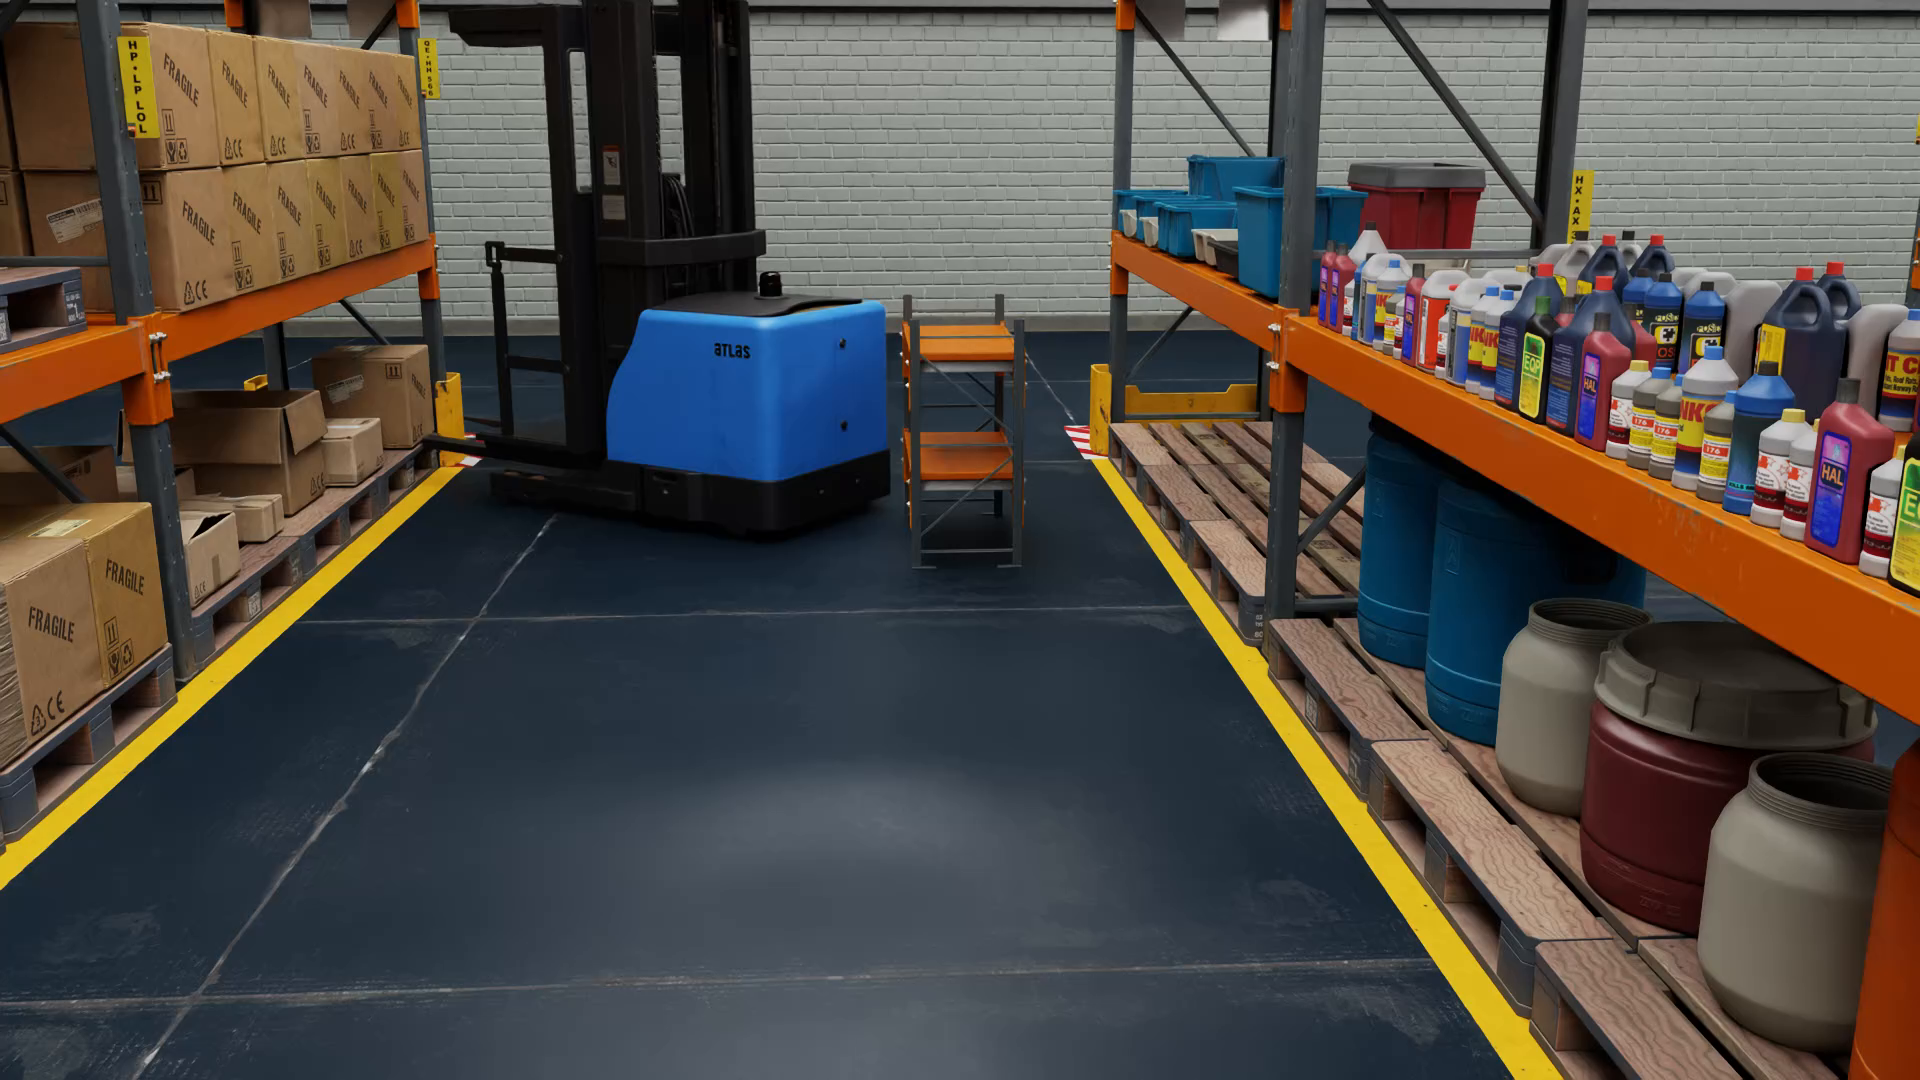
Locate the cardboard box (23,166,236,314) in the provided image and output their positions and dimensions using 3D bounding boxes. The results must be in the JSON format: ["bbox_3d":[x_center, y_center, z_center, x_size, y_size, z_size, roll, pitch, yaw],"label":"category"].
[{"bbox_3d":[-3.051,-1.117,6.145,0.500,0.500,0.500,-1,14,-2],"label":"cardboard box"}]

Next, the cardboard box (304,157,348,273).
[{"bbox_3d":[-3.148,-1.495,7.615,0.500,0.500,0.500,-1,14,-4],"label":"cardboard box"}]

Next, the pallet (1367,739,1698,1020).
[{"bbox_3d":[1.738,0.834,4.360,1.003,0.211,1.213,-1,14,-3],"label":"pallet"}]

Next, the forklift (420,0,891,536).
[{"bbox_3d":[-1.884,-1.692,8.720,3.031,2.935,1.130,9,17,31],"label":"forklift"}]

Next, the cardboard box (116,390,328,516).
[{"bbox_3d":[-3.413,-0.408,7.721,0.797,0.503,0.637,-1,14,-3],"label":"cardboard box"}]

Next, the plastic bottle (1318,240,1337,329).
[{"bbox_3d":[1.250,-0.858,5.577,0.061,0.283,0.133,-1,14,-3],"label":"plastic bottle"}]

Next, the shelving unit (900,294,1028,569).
[{"bbox_3d":[0.000,-0.546,7.893,0.538,1.125,1.048,-1,14,-3],"label":"shelving unit"}]

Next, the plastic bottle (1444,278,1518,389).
[{"bbox_3d":[1.373,-0.544,4.369,0.152,0.276,0.135,-1,14,-3],"label":"plastic bottle"}]

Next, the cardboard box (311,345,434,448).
[{"bbox_3d":[-3.260,-0.803,9.261,0.500,0.500,0.500,-1,14,-3],"label":"cardboard box"}]

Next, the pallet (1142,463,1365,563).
[{"bbox_3d":[1.490,-0.149,8.180,1.003,0.211,1.213,-1,14,-3],"label":"pallet"}]

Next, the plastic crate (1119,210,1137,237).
[{"bbox_3d":[1.029,-1.761,9.261,0.250,0.136,0.298,-1,14,-3],"label":"plastic crate"}]

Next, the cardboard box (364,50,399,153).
[{"bbox_3d":[-3.205,-2.233,8.476,0.500,0.500,0.500,0,14,-2],"label":"cardboard box"}]

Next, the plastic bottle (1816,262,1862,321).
[{"bbox_3d":[2.105,-0.491,4.015,0.144,0.351,0.185,-1,14,-3],"label":"plastic bottle"}]

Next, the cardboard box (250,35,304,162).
[{"bbox_3d":[-3.103,-1.847,6.980,0.500,0.500,0.500,-1,14,-5],"label":"cardboard box"}]

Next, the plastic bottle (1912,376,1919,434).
[{"bbox_3d":[2.170,-0.362,3.648,0.061,0.283,0.133,-1,14,-3],"label":"plastic bottle"}]

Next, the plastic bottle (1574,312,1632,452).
[{"bbox_3d":[1.379,-0.340,3.561,0.061,0.283,0.133,-1,14,-3],"label":"plastic bottle"}]

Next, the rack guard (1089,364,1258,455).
[{"bbox_3d":[1.391,-0.803,10.143,1.175,0.500,0.348,-1,14,-3],"label":"rack guard"}]

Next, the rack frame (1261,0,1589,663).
[{"bbox_3d":[1.653,-1.013,5.943,1.000,3.000,0.127,-1,14,-3],"label":"rack frame"}]

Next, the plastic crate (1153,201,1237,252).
[{"bbox_3d":[1.173,-1.562,8.291,0.416,0.233,0.300,-1,14,-3],"label":"plastic crate"}]

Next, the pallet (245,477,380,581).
[{"bbox_3d":[-3.411,-0.062,7.842,1.003,0.211,1.213,-1,14,-3],"label":"pallet"}]

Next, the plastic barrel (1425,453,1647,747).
[{"bbox_3d":[1.713,0.112,4.940,0.600,0.901,0.708,-1,14,-3],"label":"plastic barrel"}]

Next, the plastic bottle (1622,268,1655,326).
[{"bbox_3d":[1.930,-0.635,4.731,0.097,0.271,0.097,0,14,0],"label":"plastic bottle"}]

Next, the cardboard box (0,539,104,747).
[{"bbox_3d":[-2.952,0.302,4.967,0.500,0.500,0.500,-1,14,-3],"label":"cardboard box"}]

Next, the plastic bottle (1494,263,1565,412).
[{"bbox_3d":[1.391,-0.492,4.016,0.144,0.351,0.185,-1,14,-3],"label":"plastic bottle"}]

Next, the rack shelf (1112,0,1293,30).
[{"bbox_3d":[1.529,-2.614,7.592,1.077,0.370,4.000,-1,14,-3],"label":"rack shelf"}]

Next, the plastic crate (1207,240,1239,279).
[{"bbox_3d":[1.315,-1.183,7.035,0.437,0.125,0.590,-1,14,-3],"label":"plastic crate"}]

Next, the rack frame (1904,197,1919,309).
[{"bbox_3d":[6.348,-2.084,10.106,1.000,3.000,0.127,-1,14,-3],"label":"rack frame"}]

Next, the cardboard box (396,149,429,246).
[{"bbox_3d":[-3.240,-1.873,9.086,0.500,0.500,0.500,0,14,-2],"label":"cardboard box"}]

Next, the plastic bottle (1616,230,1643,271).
[{"bbox_3d":[2.036,-0.765,5.080,0.144,0.351,0.185,-1,14,-3],"label":"plastic bottle"}]

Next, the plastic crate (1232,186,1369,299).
[{"bbox_3d":[1.283,-1.145,6.368,0.392,0.384,0.575,-1,14,-3],"label":"plastic crate"}]

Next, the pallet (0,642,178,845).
[{"bbox_3d":[-3.203,0.615,5.212,1.003,0.211,1.213,-1,14,-3],"label":"pallet"}]

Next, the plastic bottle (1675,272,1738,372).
[{"bbox_3d":[2.062,-0.610,4.626,0.152,0.276,0.135,-1,14,-3],"label":"plastic bottle"}]

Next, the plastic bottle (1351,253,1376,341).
[{"bbox_3d":[1.289,-0.767,5.245,0.097,0.271,0.097,0,14,0],"label":"plastic bottle"}]

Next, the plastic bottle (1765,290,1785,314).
[{"bbox_3d":[2.059,-0.487,4.159,0.097,0.271,0.097,0,14,0],"label":"plastic bottle"}]

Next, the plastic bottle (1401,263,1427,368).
[{"bbox_3d":[1.305,-0.638,4.719,0.061,0.283,0.133,-1,14,-3],"label":"plastic bottle"}]

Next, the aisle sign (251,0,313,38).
[{"bbox_3d":[-3.836,-3.203,9.240,0.394,0.787,0.004,-1,14,-3],"label":"aisle sign"}]

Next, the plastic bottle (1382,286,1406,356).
[{"bbox_3d":[1.310,-0.651,4.935,0.097,0.201,0.097,0,14,0],"label":"plastic bottle"}]

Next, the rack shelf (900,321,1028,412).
[{"bbox_3d":[0.000,-0.830,7.820,0.538,0.278,1.000,-1,14,-3],"label":"rack shelf"}]

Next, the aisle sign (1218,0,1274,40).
[{"bbox_3d":[1.693,-3.289,9.572,0.394,0.787,0.004,-1,14,-3],"label":"aisle sign"}]

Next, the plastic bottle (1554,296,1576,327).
[{"bbox_3d":[1.420,-0.420,3.872,0.061,0.283,0.133,-1,14,-3],"label":"plastic bottle"}]

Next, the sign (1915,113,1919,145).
[{"bbox_3d":[5.794,-2.534,9.961,0.100,0.325,0.005,-1,14,-3],"label":"sign"}]

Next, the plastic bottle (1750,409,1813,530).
[{"bbox_3d":[1.441,-0.126,2.896,0.097,0.201,0.097,0,14,0],"label":"plastic bottle"}]

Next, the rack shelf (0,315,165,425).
[{"bbox_3d":[-3.167,-0.091,3.805,1.077,0.370,4.000,-1,14,-3],"label":"rack shelf"}]

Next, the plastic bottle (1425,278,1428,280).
[{"bbox_3d":[1.447,-0.711,5.169,0.097,0.201,0.097,0,14,0],"label":"plastic bottle"}]

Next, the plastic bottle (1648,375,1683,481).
[{"bbox_3d":[1.416,-0.223,3.272,0.097,0.201,0.097,0,14,0],"label":"plastic bottle"}]

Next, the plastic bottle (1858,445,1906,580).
[{"bbox_3d":[1.461,-0.045,2.579,0.097,0.201,0.097,0,14,0],"label":"plastic bottle"}]

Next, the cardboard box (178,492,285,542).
[{"bbox_3d":[-3.165,-0.101,7.201,0.380,0.166,0.250,-1,14,-3],"label":"cardboard box"}]

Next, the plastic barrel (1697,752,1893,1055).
[{"bbox_3d":[1.729,0.723,3.346,0.421,0.512,0.421,0,14,0],"label":"plastic barrel"}]
